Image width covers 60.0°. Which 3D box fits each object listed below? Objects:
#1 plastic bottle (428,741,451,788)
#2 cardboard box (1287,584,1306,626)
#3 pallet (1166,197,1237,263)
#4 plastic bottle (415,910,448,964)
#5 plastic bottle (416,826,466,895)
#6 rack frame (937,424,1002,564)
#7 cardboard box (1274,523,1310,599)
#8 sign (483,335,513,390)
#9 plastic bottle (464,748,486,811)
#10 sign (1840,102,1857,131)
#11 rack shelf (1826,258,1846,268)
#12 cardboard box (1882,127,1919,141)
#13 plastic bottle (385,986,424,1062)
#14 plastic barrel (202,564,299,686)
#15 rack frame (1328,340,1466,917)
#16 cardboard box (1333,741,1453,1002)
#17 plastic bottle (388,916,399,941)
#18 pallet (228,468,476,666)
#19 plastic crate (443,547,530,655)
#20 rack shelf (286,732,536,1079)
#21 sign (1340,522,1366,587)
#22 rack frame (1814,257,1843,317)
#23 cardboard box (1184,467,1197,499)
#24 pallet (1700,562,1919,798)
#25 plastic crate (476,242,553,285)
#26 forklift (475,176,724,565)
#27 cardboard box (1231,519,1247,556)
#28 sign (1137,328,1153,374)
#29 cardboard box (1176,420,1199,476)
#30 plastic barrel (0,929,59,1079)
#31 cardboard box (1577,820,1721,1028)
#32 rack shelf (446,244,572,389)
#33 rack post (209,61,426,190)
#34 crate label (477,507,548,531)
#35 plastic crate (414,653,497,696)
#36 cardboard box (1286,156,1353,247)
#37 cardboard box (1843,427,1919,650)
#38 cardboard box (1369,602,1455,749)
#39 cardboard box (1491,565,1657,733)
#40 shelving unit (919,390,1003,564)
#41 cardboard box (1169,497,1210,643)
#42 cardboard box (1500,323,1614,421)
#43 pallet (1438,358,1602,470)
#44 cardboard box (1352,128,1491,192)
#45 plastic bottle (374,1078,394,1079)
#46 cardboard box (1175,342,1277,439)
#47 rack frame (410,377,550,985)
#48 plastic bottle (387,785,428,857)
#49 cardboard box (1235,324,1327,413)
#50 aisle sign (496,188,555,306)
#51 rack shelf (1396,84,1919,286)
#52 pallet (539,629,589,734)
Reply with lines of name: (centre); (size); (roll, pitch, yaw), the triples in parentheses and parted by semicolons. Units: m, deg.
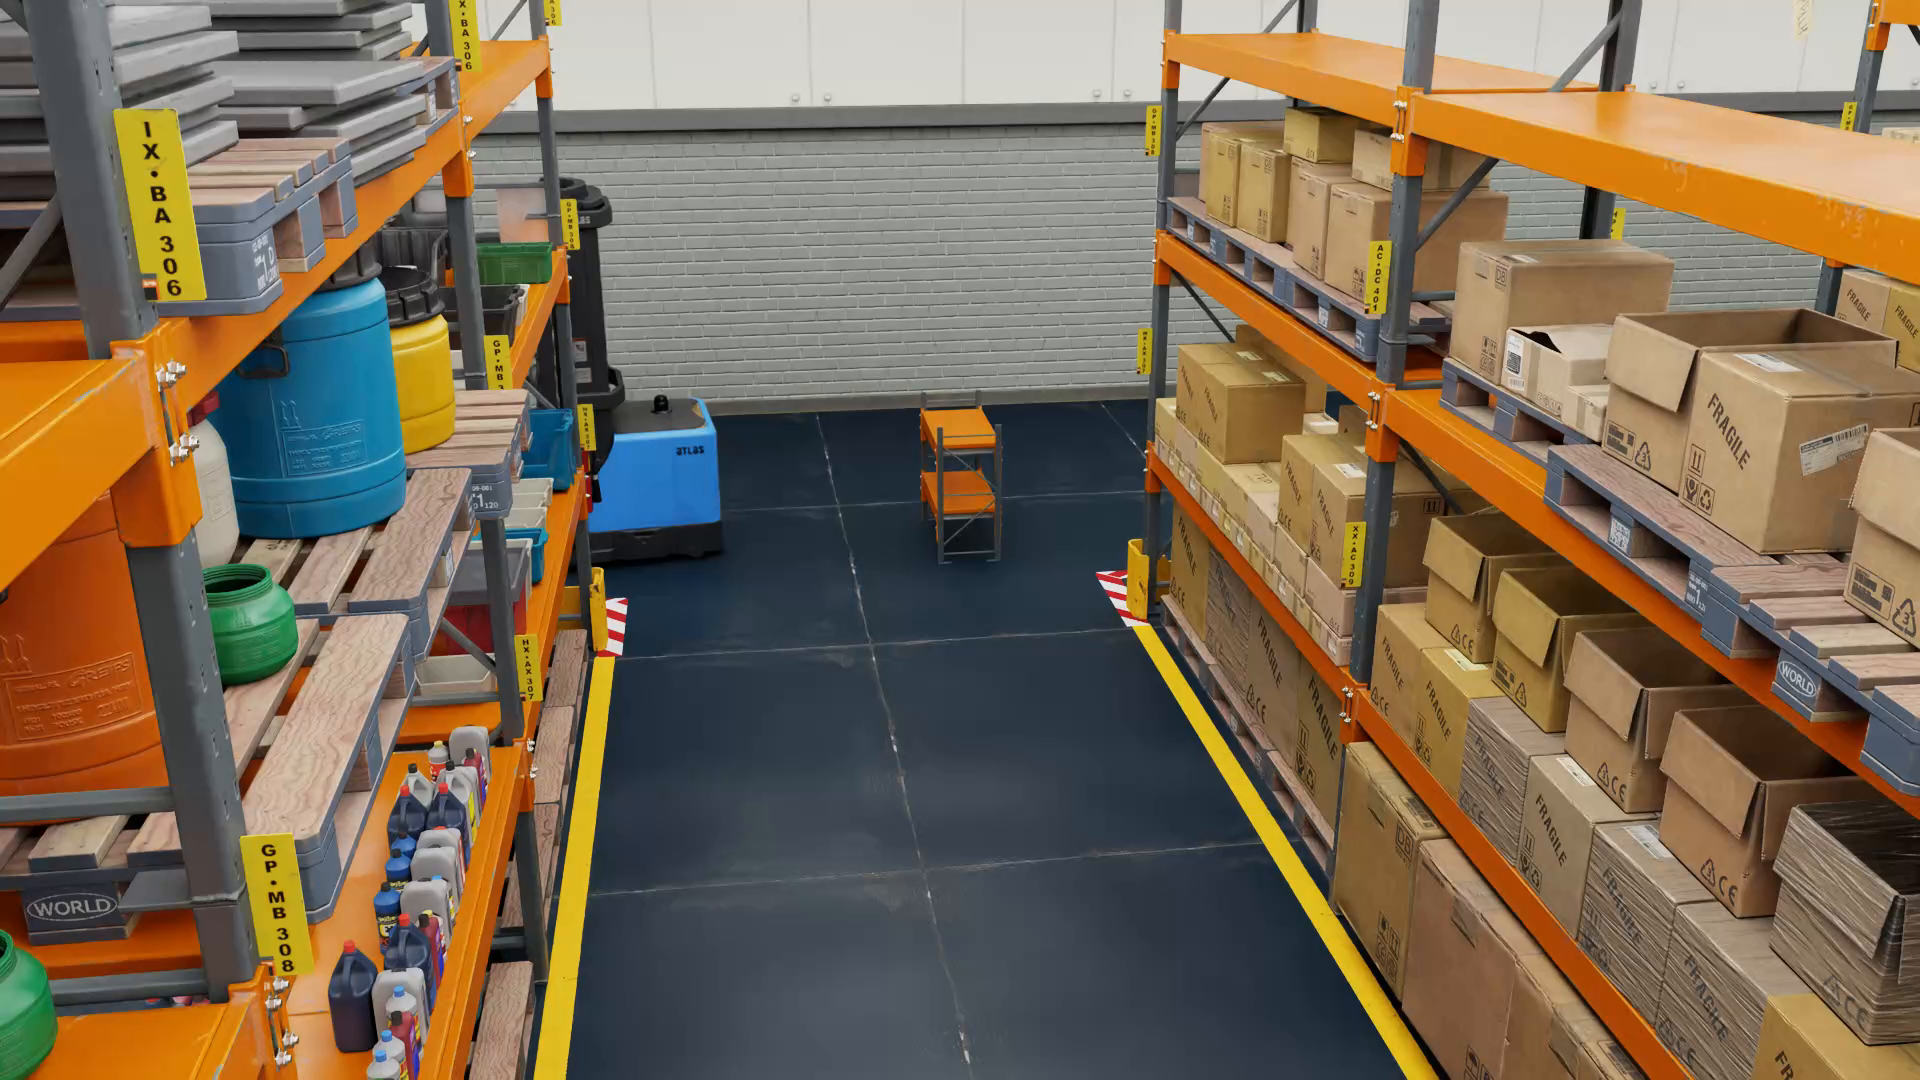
plastic bottle: (-2.230, 0.960, 7.142); (0.097, 0.201, 0.097); (0, 20, 0)
cardboard box: (1.973, 0.335, 8.891); (0.380, 0.149, 0.250); (-3, 21, -9)
pallet: (1.956, -2.008, 10.644); (1.003, 0.211, 1.213); (-3, 21, -8)
plastic bottle: (-1.887, 1.414, 5.926); (0.097, 0.201, 0.097); (0, 20, 0)
plastic bottle: (-1.984, 1.214, 6.357); (0.152, 0.276, 0.135); (-3, 21, -8)
rack frame: (0.072, -0.353, 13.054); (0.500, 1.125, 0.032); (-3, 21, -8)
cardboard box: (2.015, 0.097, 8.959); (0.500, 0.250, 0.500); (-2, 21, -6)
sign: (-1.941, -0.702, 7.009); (0.100, 0.325, 0.005); (-3, 21, -8)
plastic bottle: (-2.031, 0.987, 6.953); (0.061, 0.283, 0.133); (-3, 21, -8)
sign: (6.224, -2.903, 11.665); (0.100, 0.325, 0.005); (-3, 21, -8)
rack shelf: (7.050, -1.491, 10.163); (1.077, 0.370, 4.000); (-3, 21, -8)
cardboard box: (6.583, -2.748, 11.429); (0.380, 0.149, 0.250); (-3, 21, -8)
plastic bottle: (-1.808, 1.572, 5.404); (0.097, 0.271, 0.097); (0, 20, 0)
plastic barrel: (-1.835, 0.212, 4.197); (0.294, 0.245, 0.294); (0, 20, 0)
rack frame: (2.415, 0.484, 8.132); (1.000, 3.000, 0.127); (-3, 21, -8)
cardboard box: (2.527, 1.504, 7.840); (1.225, 0.875, 0.875); (-3, 21, -8)
plastic bottle: (-1.928, 1.431, 5.782); (0.097, 0.271, 0.097); (0, 20, 0)
pallet: (-2.110, 0.077, 5.207); (1.003, 0.211, 1.213); (-3, 21, -8)
plastic crate: (-2.367, 0.354, 8.303); (0.402, 0.464, 0.583); (-3, 21, -8)
rack shelf: (-2.198, 1.764, 5.735); (1.077, 0.370, 4.000); (-3, 21, -8)
sign: (1.866, 0.070, 7.890); (0.100, 0.325, 0.005); (-3, 21, -8)
rack frame: (6.761, -1.116, 12.416); (1.000, 3.000, 0.127); (-3, 21, -8)
cardboard box: (1.678, -0.376, 10.794); (0.380, 0.149, 0.250); (-3, 21, -9)
pallet: (2.846, 0.332, 4.522); (1.213, 0.211, 1.003); (-2, 21, -5)
plastic crate: (-2.638, -1.629, 9.808); (0.450, 0.188, 0.336); (-3, 21, -8)
forklift: (-3.471, -1.272, 12.934); (3.031, 2.935, 1.130); (-5, 21, -13)
cardboard box: (1.826, -0.020, 9.842); (0.380, 0.149, 0.250); (-3, 21, -7)
sign: (1.289, -1.317, 11.605); (0.100, 0.325, 0.005); (-3, 21, -8)
cardboard box: (1.722, -0.610, 10.852); (0.500, 0.250, 0.500); (-3, 21, -8)
plastic barrel: (-1.823, 0.870, 3.035); (0.294, 0.245, 0.294); (0, 20, 0)
cardboard box: (2.531, 1.312, 5.774); (0.500, 0.500, 0.500); (-4, 21, -10)
rack shelf: (-2.774, -1.026, 8.918); (1.077, 0.370, 4.000); (-3, 21, -8)
rack post: (-2.068, -1.148, 4.642); (0.937, 0.300, 0.954); (-1, 20, -2)
crate label: (-2.674, -0.086, 9.950); (0.396, 0.136, 0.243); (-3, 21, -8)
plastic crate: (-2.412, 0.661, 7.949); (0.396, 0.136, 0.243); (-3, 21, -8)
cardboard box: (2.235, -1.854, 9.219); (0.700, 0.500, 0.500); (-2, 21, -5)
cardboard box: (2.833, 0.012, 4.363); (0.797, 0.503, 0.637); (-2, 21, -5)
cardboard box: (2.234, 0.610, 7.654); (0.500, 0.500, 0.500); (-3, 21, -8)
cardboard box: (2.603, 0.427, 6.710); (0.797, 0.503, 0.637); (-3, 21, -7)
shelving unit: (-0.001, -0.529, 13.526); (0.538, 1.125, 1.048); (-3, 21, -8)
cardboard box: (2.010, 0.116, 11.556); (0.875, 0.875, 0.875); (-3, 21, -8)
cardboard box: (2.484, -0.691, 6.520); (0.500, 0.311, 0.500); (-4, 21, -10)
pallet: (2.596, -0.516, 6.797); (0.805, 0.209, 1.217); (-4, 21, -10)
cardboard box: (2.286, -1.888, 8.240); (0.500, 0.250, 0.500); (-4, 21, -11)
plastic bottle: (-1.726, 1.719, 4.993); (0.061, 0.283, 0.133); (-3, 21, -8)
cardboard box: (1.713, -0.968, 10.738); (0.500, 0.500, 0.500); (-3, 21, -9)
rack frame: (-2.486, 0.734, 7.463); (1.000, 3.000, 0.127); (-3, 21, -8)
plastic bottle: (-2.146, 1.130, 6.473); (0.144, 0.351, 0.185); (-3, 21, -8)
cardboard box: (2.169, -1.165, 11.267); (0.500, 0.500, 0.500); (-3, 21, -7)
aisle sign: (-2.783, -1.908, 10.822); (0.394, 0.787, 0.004); (-3, 21, -8)
rack shelf: (2.703, -1.109, 5.424); (1.077, 0.370, 4.000); (-3, 21, -8)
pallet: (-2.982, 0.943, 10.889); (1.003, 0.211, 1.213); (-3, 21, -8)
